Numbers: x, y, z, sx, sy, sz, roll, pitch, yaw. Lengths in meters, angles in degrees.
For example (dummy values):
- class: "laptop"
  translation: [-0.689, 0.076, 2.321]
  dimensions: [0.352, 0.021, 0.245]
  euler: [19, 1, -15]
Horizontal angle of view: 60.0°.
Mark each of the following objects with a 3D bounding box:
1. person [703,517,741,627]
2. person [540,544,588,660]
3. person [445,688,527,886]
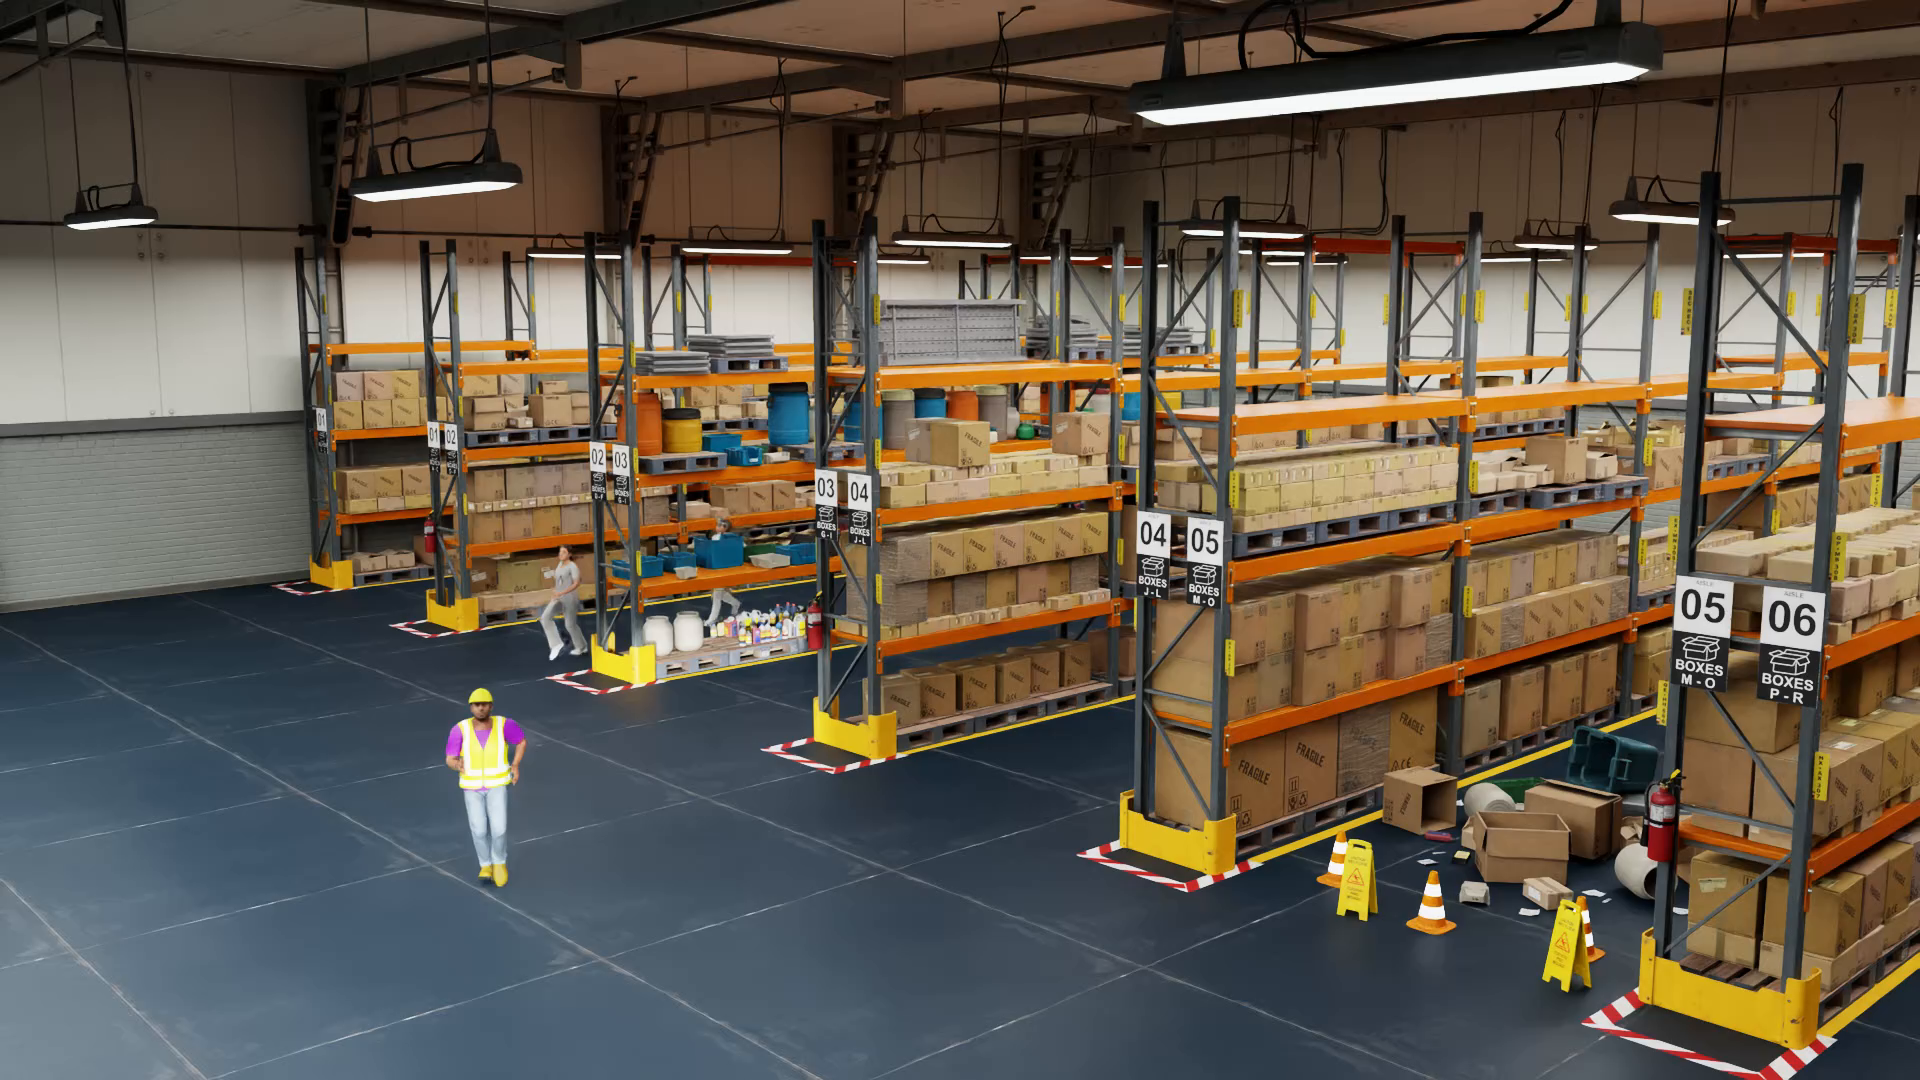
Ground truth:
- class: "person"
  translation: [-3.683, 0.466, 25.761]
  dimensions: [0.618, 1.667, 0.886]
  euler: [6, 10, 36]
- class: "person"
  translation: [-5.634, 0.874, 23.778]
  dimensions: [0.575, 1.674, 0.668]
  euler: [7, 11, 41]
- class: "person"
  translation: [-4.151, 2.181, 14.571]
  dimensions: [0.677, 1.772, 0.649]
  euler: [-2, 9, -11]
